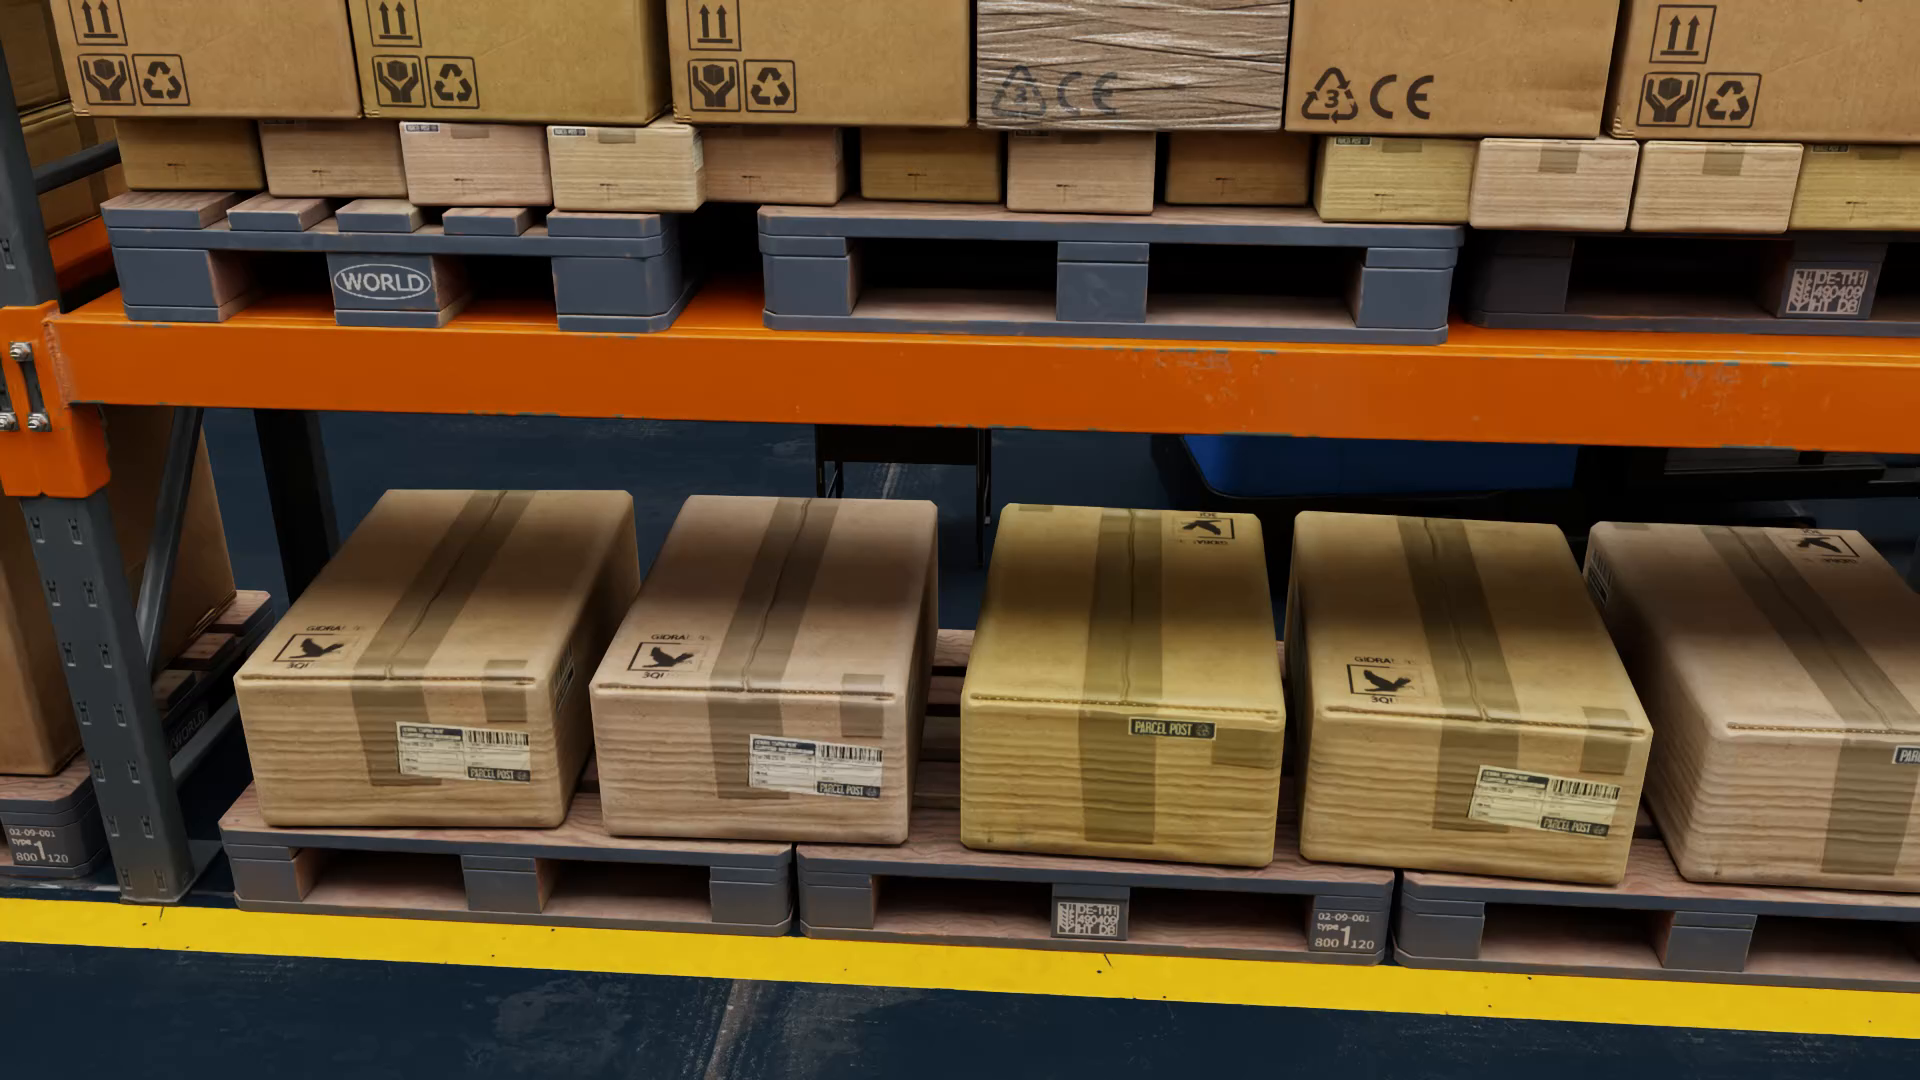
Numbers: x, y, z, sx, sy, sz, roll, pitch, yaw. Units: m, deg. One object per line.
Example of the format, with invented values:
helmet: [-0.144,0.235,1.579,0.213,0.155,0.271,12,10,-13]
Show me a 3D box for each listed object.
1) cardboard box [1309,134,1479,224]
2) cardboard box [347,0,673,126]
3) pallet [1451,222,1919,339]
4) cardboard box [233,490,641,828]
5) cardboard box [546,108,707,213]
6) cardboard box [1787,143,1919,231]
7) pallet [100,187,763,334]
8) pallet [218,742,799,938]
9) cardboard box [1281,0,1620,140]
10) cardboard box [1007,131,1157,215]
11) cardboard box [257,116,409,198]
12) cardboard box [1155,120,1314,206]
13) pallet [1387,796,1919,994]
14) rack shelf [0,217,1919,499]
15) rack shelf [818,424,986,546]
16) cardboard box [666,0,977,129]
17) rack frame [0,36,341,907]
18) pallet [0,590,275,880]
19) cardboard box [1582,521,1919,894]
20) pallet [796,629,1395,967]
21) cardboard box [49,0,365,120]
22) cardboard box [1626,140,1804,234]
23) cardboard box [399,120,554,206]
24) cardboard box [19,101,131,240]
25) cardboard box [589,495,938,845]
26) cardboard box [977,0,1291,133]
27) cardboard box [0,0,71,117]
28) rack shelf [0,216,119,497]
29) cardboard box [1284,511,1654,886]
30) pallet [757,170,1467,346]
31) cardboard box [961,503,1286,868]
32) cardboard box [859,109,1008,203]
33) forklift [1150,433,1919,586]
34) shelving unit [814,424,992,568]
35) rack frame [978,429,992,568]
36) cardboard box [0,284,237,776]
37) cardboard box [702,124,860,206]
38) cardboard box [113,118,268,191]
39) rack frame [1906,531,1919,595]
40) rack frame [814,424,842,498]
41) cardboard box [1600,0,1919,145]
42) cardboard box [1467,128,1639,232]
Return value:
cardboard box: [0.746,-0.678,2.933,0.250,0.149,0.380,2,25,4]
cardboard box: [-0.741,-1.036,2.935,0.500,0.500,0.500,3,25,7]
pallet: [1.545,-0.659,3.324,1.213,0.211,1.003,2,25,4]
cardboard box: [-1.130,0.236,3.790,0.625,0.372,0.950,0,25,0]
cardboard box: [-0.561,-0.710,3.002,0.250,0.149,0.380,2,25,4]
cardboard box: [1.500,-0.655,2.884,0.250,0.149,0.380,1,25,2]
pallet: [-0.974,-0.724,3.464,1.003,0.211,1.213,2,25,4]
pallet: [-0.913,0.503,3.904,1.213,0.211,1.003,2,25,4]
cardboard box: [0.809,-0.986,2.827,0.500,0.500,0.500,3,25,6]
cardboard box: [0.225,-0.706,2.994,0.250,0.149,0.380,3,25,6]
cardboard box: [-1.103,-0.755,3.101,0.250,0.149,0.380,0,25,1]
cardboard box: [0.491,-0.729,3.045,0.250,0.149,0.380,1,25,2]
pallet: [1.520,0.581,3.735,1.213,0.211,1.003,2,25,4]
rack shelf: [0.302,-0.399,3.388,4.000,0.370,1.077,2,25,4]
rack shelf: [-0.165,-0.311,5.121,0.480,0.518,0.431,2,25,4]
cardboard box: [-0.211,-1.022,2.904,0.500,0.500,0.500,2,25,5]
rack frame: [-1.692,-0.789,3.377,0.127,3.000,1.000,2,25,4]
pallet: [-2.473,0.421,4.083,1.213,0.211,1.003,2,25,4]
cardboard box: [1.773,0.326,3.595,0.625,0.372,0.950,2,25,5]
pallet: [0.300,0.543,3.817,1.213,0.211,1.003,2,25,4]
cardboard box: [-1.261,-1.050,2.965,0.500,0.500,0.500,1,25,3]
cardboard box: [1.240,-0.648,2.869,0.250,0.149,0.380,1,25,3]
cardboard box: [-0.834,-0.727,3.040,0.250,0.149,0.380,0,25,1]
cardboard box: [-2.161,-0.842,3.670,0.500,0.250,0.500,1,25,3]
cardboard box: [-0.393,0.256,3.746,0.625,0.372,0.950,1,25,3]
cardboard box: [0.287,-1.003,2.863,0.500,0.500,0.500,1,25,2]
cardboard box: [-2.179,-1.067,3.563,0.500,0.250,0.500,2,25,4]
rack shelf: [-3.686,-0.527,3.666,4.000,0.370,1.077,2,25,4]
cardboard box: [1.056,0.304,3.641,0.625,0.372,0.950,3,25,7]
pallet: [0.285,-0.656,3.317,1.213,0.211,1.003,2,25,4]
cardboard box: [0.362,0.283,3.688,0.625,0.372,0.950,3,25,6]
cardboard box: [-0.030,-0.742,3.072,0.250,0.149,0.380,3,25,6]
forklift: [2.196,-1.428,4.847,3.031,2.935,1.130,-2,25,-4]
shelving unit: [-0.165,-0.959,4.823,0.503,2.100,0.431,2,25,4]
rack frame: [0.078,-0.951,4.806,0.015,2.100,0.400,2,25,4]
cardboard box: [-2.375,-0.072,3.857,0.875,0.875,0.875,2,25,4]
cardboard box: [-0.315,-0.734,3.056,0.250,0.149,0.380,3,25,7]
cardboard box: [-1.382,-0.778,3.151,0.250,0.149,0.380,0,25,1]
rack frame: [2.296,-0.661,3.099,0.127,3.000,1.000,2,25,4]
rack frame: [-0.408,-0.967,4.840,0.015,2.100,0.400,2,25,4]
cardboard box: [1.323,-0.967,2.786,0.500,0.500,0.500,2,25,4]
cardboard box: [0.986,-0.655,2.884,0.250,0.149,0.380,2,25,4]
